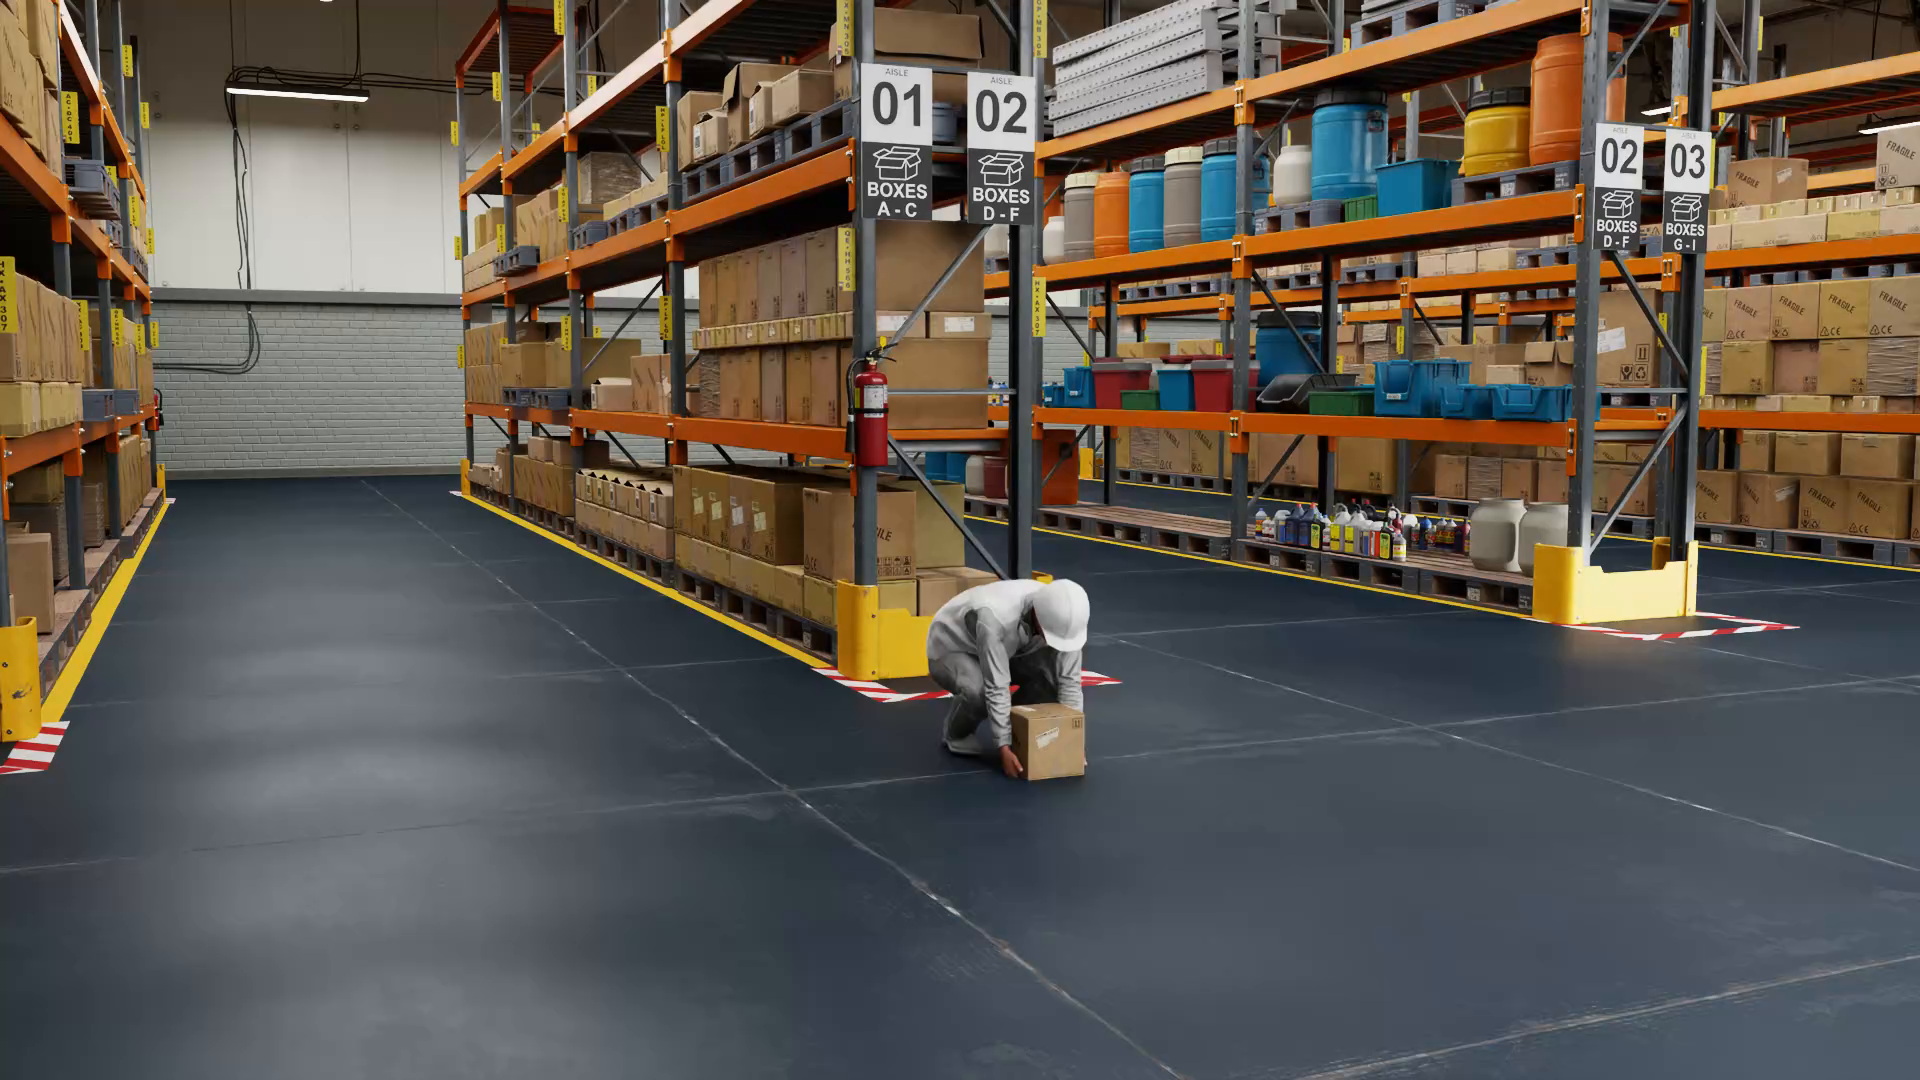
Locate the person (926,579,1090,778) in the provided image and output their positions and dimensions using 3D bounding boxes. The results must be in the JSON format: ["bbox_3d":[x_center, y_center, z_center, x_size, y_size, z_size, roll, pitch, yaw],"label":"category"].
[{"bbox_3d":[0.213,0.557,6.905,0.517,0.867,0.957,-2,6,-24],"label":"person"}]
